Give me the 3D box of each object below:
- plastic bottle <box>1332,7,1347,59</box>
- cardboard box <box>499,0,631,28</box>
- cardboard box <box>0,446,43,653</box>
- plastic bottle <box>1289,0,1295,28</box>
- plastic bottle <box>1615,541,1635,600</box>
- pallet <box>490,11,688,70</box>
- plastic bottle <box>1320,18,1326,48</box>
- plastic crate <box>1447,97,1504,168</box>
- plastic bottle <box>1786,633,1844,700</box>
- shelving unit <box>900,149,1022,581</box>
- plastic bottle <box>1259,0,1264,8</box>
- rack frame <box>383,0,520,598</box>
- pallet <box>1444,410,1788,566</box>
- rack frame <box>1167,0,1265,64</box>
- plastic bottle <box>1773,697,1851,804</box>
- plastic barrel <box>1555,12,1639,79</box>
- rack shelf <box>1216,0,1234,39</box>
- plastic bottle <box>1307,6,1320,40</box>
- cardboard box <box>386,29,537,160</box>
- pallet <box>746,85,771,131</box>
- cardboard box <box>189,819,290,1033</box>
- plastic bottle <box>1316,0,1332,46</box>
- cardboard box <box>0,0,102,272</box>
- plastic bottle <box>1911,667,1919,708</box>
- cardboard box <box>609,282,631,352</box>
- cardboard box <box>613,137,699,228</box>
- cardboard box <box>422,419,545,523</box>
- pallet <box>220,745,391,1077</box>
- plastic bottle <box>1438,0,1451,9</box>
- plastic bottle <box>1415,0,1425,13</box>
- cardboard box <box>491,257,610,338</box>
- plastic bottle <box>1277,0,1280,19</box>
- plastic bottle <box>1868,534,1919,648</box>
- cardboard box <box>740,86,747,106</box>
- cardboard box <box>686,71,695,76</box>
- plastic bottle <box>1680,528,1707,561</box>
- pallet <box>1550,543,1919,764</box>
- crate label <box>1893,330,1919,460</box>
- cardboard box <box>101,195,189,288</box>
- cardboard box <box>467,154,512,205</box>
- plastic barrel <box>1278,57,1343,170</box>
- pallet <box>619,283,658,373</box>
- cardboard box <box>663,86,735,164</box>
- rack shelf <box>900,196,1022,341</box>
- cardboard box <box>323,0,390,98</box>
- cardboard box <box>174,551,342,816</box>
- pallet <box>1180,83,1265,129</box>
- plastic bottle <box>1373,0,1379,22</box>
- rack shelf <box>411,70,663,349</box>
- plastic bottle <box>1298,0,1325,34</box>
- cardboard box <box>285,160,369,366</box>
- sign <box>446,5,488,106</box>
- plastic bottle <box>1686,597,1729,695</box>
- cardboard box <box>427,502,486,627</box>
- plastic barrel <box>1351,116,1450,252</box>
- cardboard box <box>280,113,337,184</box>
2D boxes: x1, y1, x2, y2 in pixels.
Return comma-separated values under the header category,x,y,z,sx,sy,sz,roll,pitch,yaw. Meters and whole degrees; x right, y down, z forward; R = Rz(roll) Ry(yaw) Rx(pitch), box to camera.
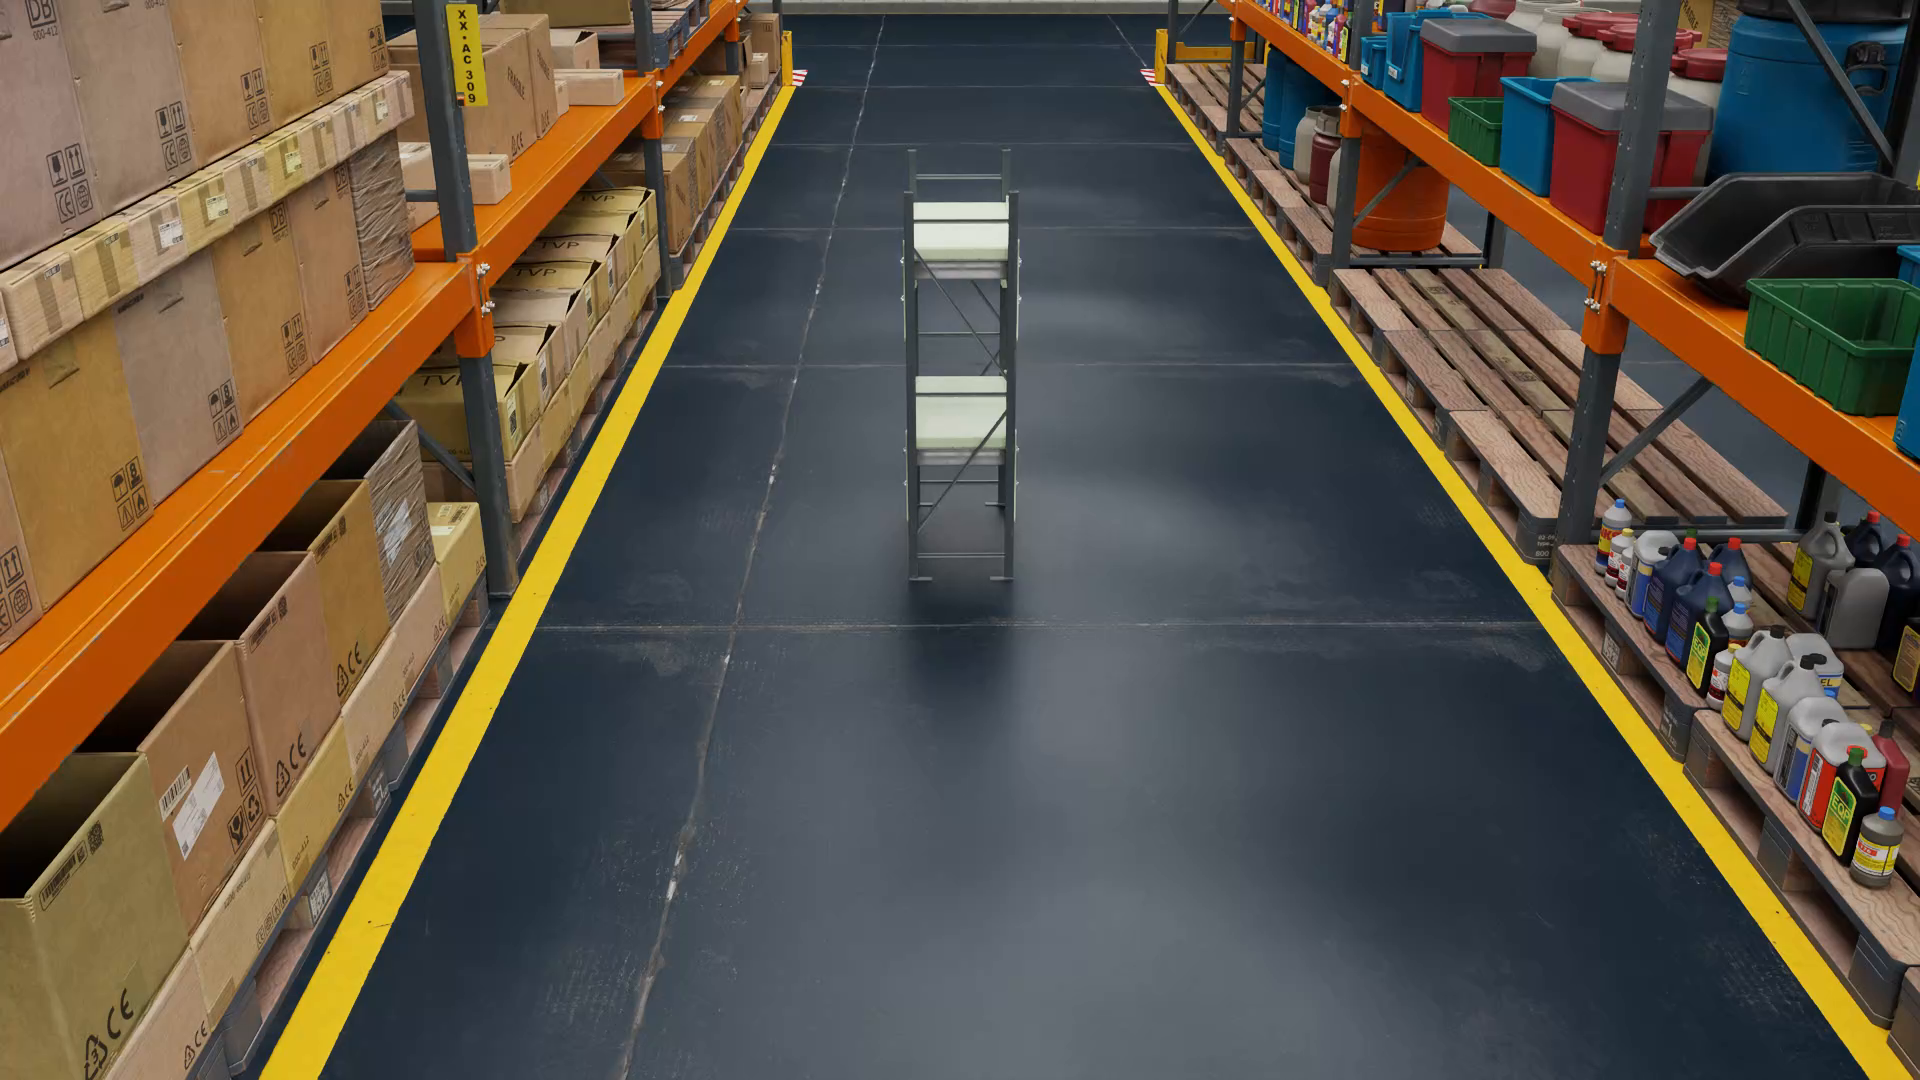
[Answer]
category,x,y,z,sx,sy,sz,roll,pitch,yaw
plastic bottle,2.288,-3.046,9.987,0.061,0.283,0.133,0,24,-1
cardboard box,-2.351,-3.315,9.808,0.700,0.500,0.500,-9,26,-18
cardboard box,-2.147,0.023,2.938,0.700,0.500,0.500,0,24,1
plastic bottle,2.314,-3.650,11.240,0.144,0.351,0.185,0,24,-1
plastic bottle,2.332,0.100,5.750,0.097,0.201,0.097,0,24,0
pallet,-2.309,-3.011,9.999,1.213,0.211,1.003,0,24,-1
plastic bottle,2.302,-3.177,10.376,0.097,0.201,0.097,0,24,0
plastic crate,2.464,-1.811,7.372,0.450,0.188,0.662,0,24,-1
plastic bottle,2.513,0.425,4.941,0.152,0.276,0.135,0,24,-1
shelving unit,0.000,-0.681,6.435,0.431,1.500,0.755,0,24,-1
plastic bottle,2.306,-4.088,12.300,0.152,0.276,0.135,0,24,-1
rack frame,-2.188,-1.171,5.699,1.000,3.000,0.127,0,24,-1
pallet,2.718,-0.244,7.034,1.003,0.211,1.213,0,24,-1
rack frame,2.634,-6.136,16.678,1.000,3.000,0.127,0,24,-1
plastic bottle,2.373,0.581,4.596,0.152,0.276,0.135,-1,24,-2
plastic barrel,2.961,-2.129,7.653,0.433,0.535,0.433,0,24,0
rack shelf,2.656,-4.984,15.004,1.077,0.370,4.000,0,24,-1
plastic bottle,2.297,-3.338,10.730,0.097,0.201,0.097,0,24,0
cardboard box,-2.191,-1.956,7.314,0.500,0.500,0.500,0,24,0
pallet,-2.298,-3.984,15.302,1.003,0.211,1.213,0,24,-1
cardboard box,-1.942,0.905,3.936,0.500,0.250,0.500,0,24,-1
plastic bottle,2.301,-3.249,10.450,0.097,0.271,0.097,0,24,0
cardboard box,-2.155,-0.798,3.178,0.700,0.500,0.500,0,24,0
plastic bottle,2.957,0.390,5.011,0.061,0.283,0.133,0,24,-1
cardboard box,-1.971,-1.122,8.418,0.500,0.250,0.500,0,24,1
cardboard box,-1.962,-2.285,10.662,0.500,0.500,0.500,-1,24,-2
cardboard box,-1.945,-0.277,6.549,0.500,0.250,0.500,-1,24,-2
pallet,-2.205,0.932,4.434,1.003,0.211,1.213,0,24,-1
plastic bottle,3.076,-3.307,10.565,0.061,0.283,0.133,0,24,-1
plastic bottle,3.053,-3.485,10.971,0.097,0.271,0.097,0,24,0
cardboard box,-1.962,-1.170,7.843,0.500,0.311,0.500,0,24,1
plastic bottle,2.286,-3.776,11.699,0.097,0.201,0.097,0,24,0
plastic bottle,3.062,0.158,5.441,0.144,0.351,0.185,-1,24,-3
cardboard box,-2.083,-3.907,14.653,0.380,0.166,0.250,0,24,-1
cardboard box,-2.573,-3.985,14.650,0.500,0.311,0.500,0,24,-1
plastic bottle,2.467,0.111,5.626,0.061,0.283,0.133,0,24,-1
pallet,2.731,0.356,5.707,1.003,0.211,1.213,0,24,-1
crate label,2.518,-0.317,3.767,0.502,0.435,0.616,0,24,-1
cardboard box,-1.949,-0.660,3.660,0.380,0.149,0.250,0,24,0
cardboard box,-1.993,-1.422,6.560,0.380,0.149,0.250,0,24,-1
plastic barrel,2.674,-3.207,12.238,0.600,0.901,0.708,0,24,-1
pallet,-2.262,-1.209,9.167,1.003,0.211,1.213,0,24,-1
cardboard box,-1.986,-3.123,12.515,0.500,0.500,0.500,0,24,0
rack shelf,0.000,-1.036,6.274,0.431,0.370,0.720,0,24,-1
cardboard box,-2.177,-1.625,5.006,0.700,0.500,0.500,0,24,0
cardboard box,-1.942,0.357,4.237,0.500,0.500,0.500,0,24,-1
pallet,2.615,-4.024,15.392,1.003,0.211,1.213,0,24,-1
plastic bottle,2.894,-3.751,11.559,0.097,0.271,0.097,0,24,0
rack shelf,-2.210,-1.667,7.669,1.077,0.370,4.000,0,24,-1
plastic bottle,2.318,-3.519,10.950,0.144,0.351,0.185,0,24,-1
cardboard box,-2.165,-0.816,4.793,0.700,0.500,0.500,-1,24,-1
sign,-1.633,-1.604,5.511,0.100,0.325,0.005,0,24,-1
plastic bottle,2.321,0.326,5.151,0.061,0.283,0.133,1,24,2
cardboard box,-1.965,0.081,5.758,0.500,0.250,0.500,0,24,-1
plastic barrel,2.699,-2.244,10.195,0.600,0.830,0.708,0,24,-1
cardboard box,-1.961,-1.083,4.596,0.380,0.149,0.250,0,24,-1
